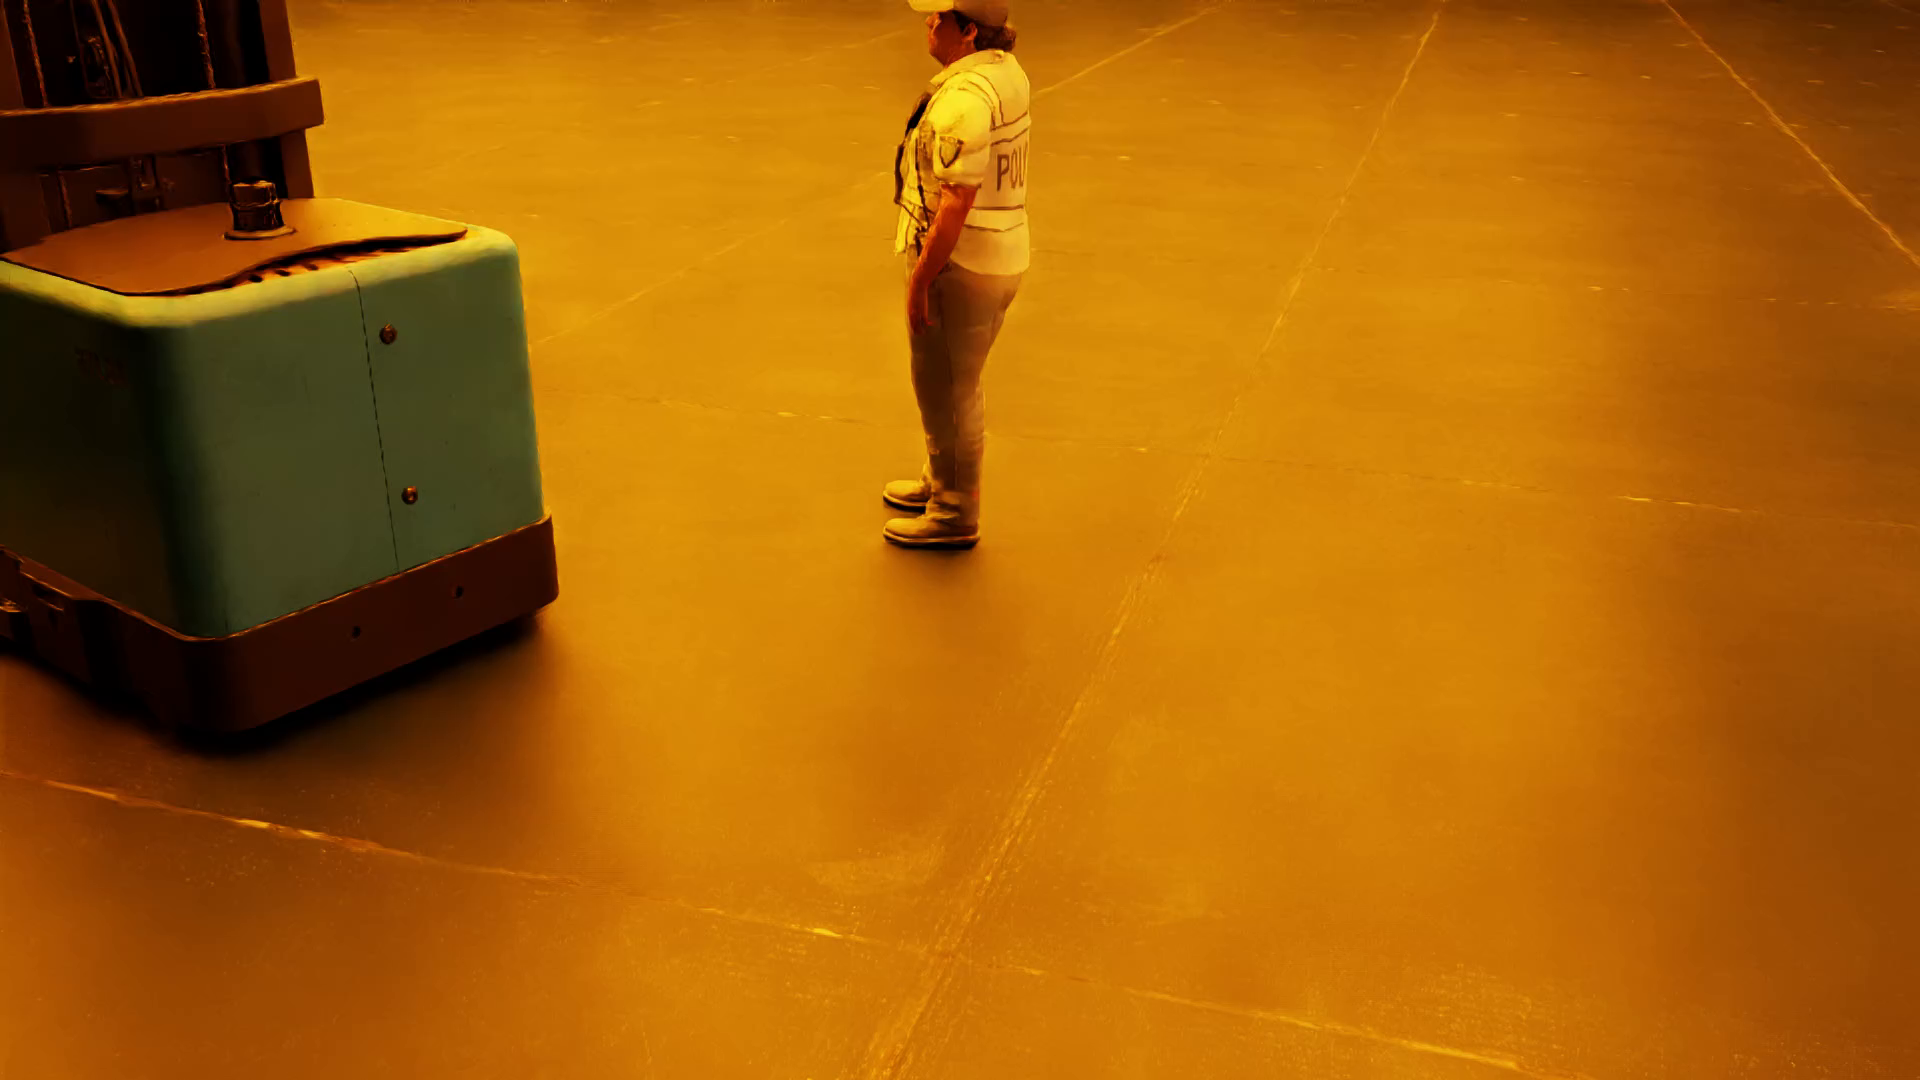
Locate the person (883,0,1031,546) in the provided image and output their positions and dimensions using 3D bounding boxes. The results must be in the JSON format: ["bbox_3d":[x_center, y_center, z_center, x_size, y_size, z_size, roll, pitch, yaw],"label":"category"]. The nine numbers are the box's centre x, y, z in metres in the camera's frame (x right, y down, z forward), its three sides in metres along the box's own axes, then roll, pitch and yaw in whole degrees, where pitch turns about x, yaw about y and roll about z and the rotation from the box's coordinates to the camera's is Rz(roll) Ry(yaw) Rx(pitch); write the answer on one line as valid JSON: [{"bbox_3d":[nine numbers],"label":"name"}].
[{"bbox_3d":[-0.066,-0.794,4.841,0.529,1.669,0.598,7,23,16],"label":"person"}]

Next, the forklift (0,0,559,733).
[{"bbox_3d":[-2.581,-1.334,4.510,3.031,2.935,1.130,16,27,34],"label":"forklift"}]
